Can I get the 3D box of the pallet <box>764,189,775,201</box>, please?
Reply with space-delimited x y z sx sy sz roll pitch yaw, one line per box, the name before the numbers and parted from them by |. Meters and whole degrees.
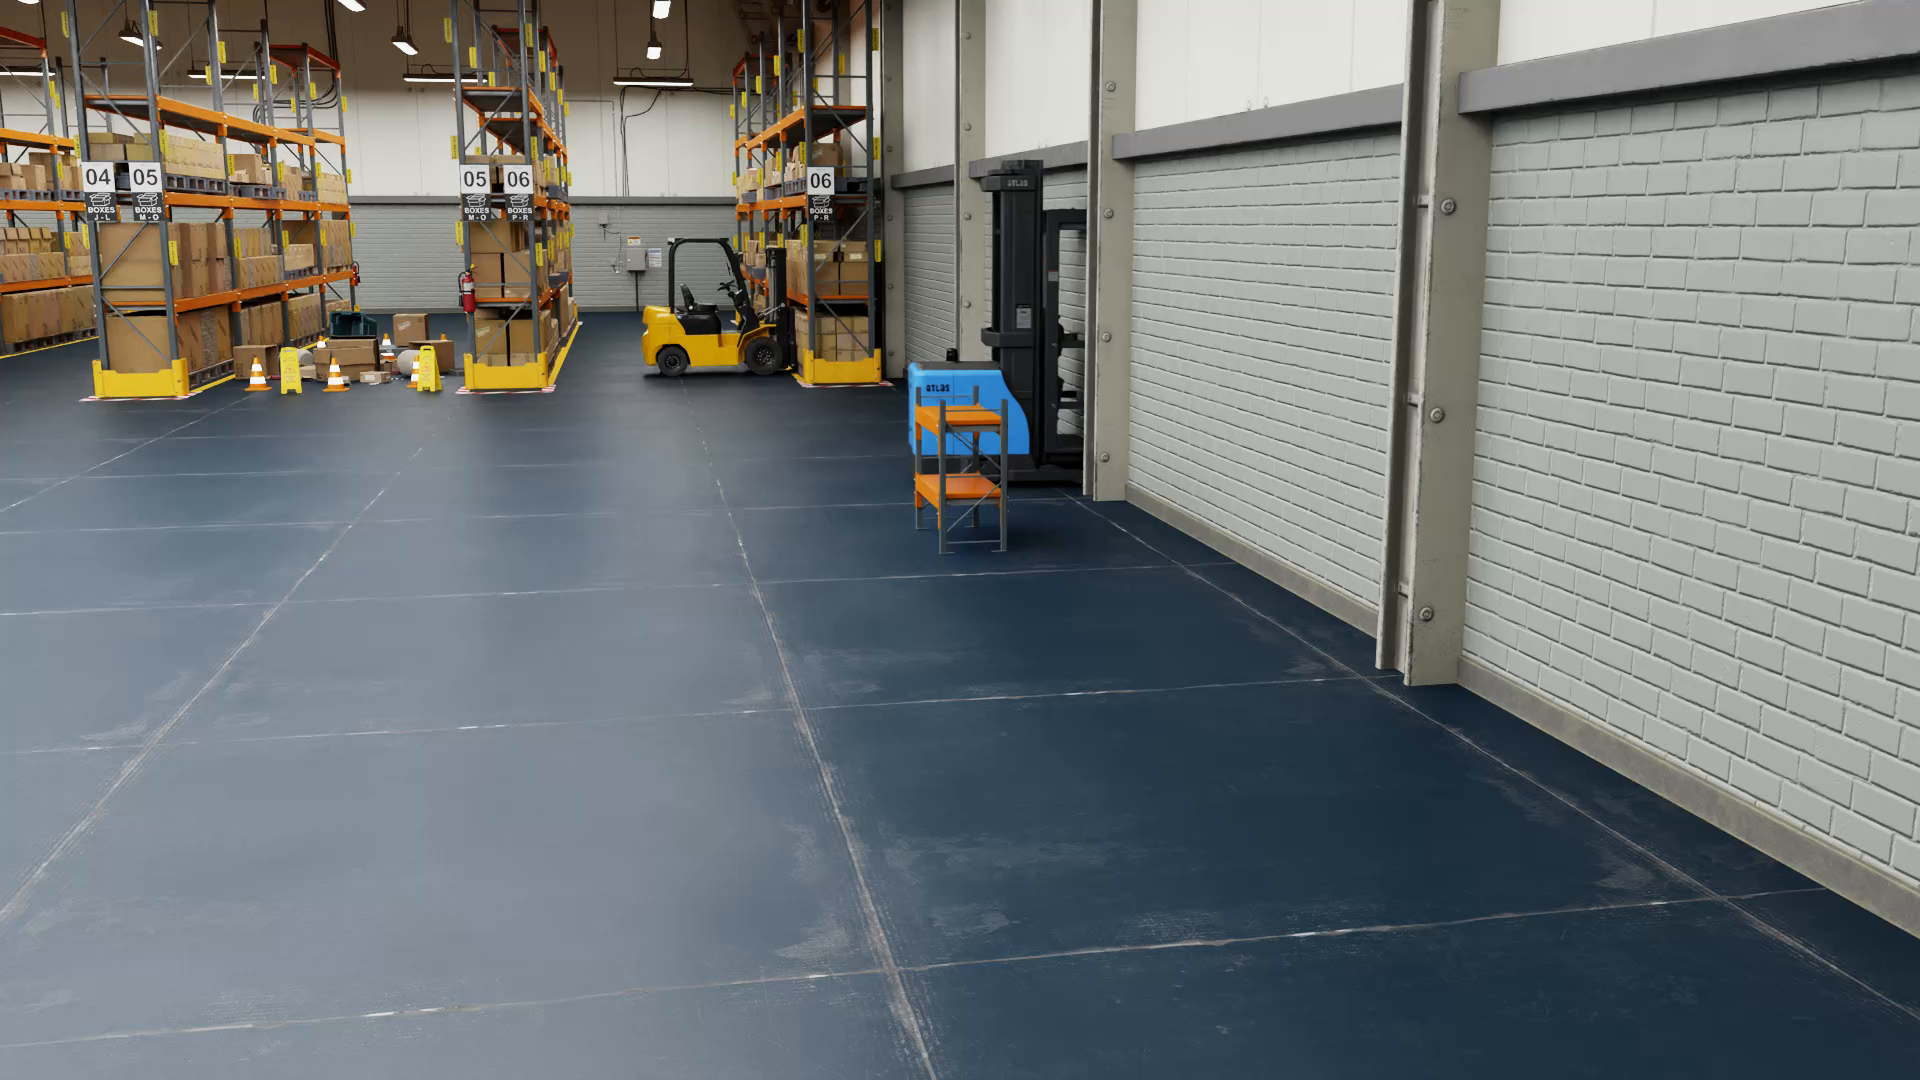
pallet | -3.131 -6.621 31.942 1.213 0.211 1.003 -2 11 -8

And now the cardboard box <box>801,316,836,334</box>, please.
cardboard box | -2.191 -3.314 25.641 0.500 0.250 0.500 -2 11 -9

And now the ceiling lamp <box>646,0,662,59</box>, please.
ceiling lamp | -6.122 -11.676 34.361 0.800 3.185 2.000 -2 11 -11

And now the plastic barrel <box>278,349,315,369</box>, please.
plastic barrel | -10.552 -2.830 26.433 0.512 0.421 0.421 6 12 28

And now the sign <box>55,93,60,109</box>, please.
sign | -20.041 -9.752 36.942 0.100 0.325 0.005 -2 11 -11

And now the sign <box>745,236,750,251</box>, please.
sign | -4.660 -6.499 36.504 0.100 0.325 0.005 -2 11 -11

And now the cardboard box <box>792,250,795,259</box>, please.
cardboard box | -2.548 -4.691 27.321 0.380 0.149 0.250 -2 11 -13

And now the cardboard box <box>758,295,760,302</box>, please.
cardboard box | -4.190 -5.268 36.181 0.380 0.149 0.250 -2 11 -13

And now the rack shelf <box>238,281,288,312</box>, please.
rack shelf | -12.666 -4.261 28.986 1.077 0.370 4.000 -2 11 -11

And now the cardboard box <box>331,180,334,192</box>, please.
cardboard box | -13.987 -7.738 36.371 0.500 0.250 0.500 -3 11 -13

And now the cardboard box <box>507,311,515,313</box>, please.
cardboard box | -7.476 -3.454 27.049 0.500 0.500 0.500 -2 11 -9

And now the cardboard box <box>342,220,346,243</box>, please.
cardboard box | -14.179 -6.967 37.543 0.500 0.500 0.500 -3 11 -13

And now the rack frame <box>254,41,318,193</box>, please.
rack frame | -13.833 -8.662 34.140 1.000 3.000 0.127 -2 11 -11

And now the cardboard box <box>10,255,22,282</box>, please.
cardboard box | -17.870 -5.062 31.003 0.500 0.500 0.500 -2 11 -13

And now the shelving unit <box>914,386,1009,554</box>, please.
shelving unit | -0.001 -0.554 12.598 0.538 1.125 1.048 -2 11 -11

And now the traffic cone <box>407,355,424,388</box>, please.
traffic cone | -8.012 -2.498 24.586 0.336 0.463 0.334 -2 11 -11

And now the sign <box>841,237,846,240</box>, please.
sign | -2.029 -5.112 29.006 0.100 0.325 0.005 -2 11 -11

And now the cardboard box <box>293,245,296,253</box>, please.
cardboard box | -13.212 -5.689 32.523 0.380 0.149 0.250 -2 11 -9

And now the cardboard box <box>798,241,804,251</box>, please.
cardboard box | -2.362 -4.649 26.302 0.380 0.149 0.250 -2 11 -10

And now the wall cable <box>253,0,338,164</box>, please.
wall cable | -17.215 -11.977 42.950 2.277 5.999 0.120 -2 11 -11

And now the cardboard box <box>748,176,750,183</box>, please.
cardboard box | -4.296 -7.635 35.252 0.380 0.149 0.250 -2 11 -12

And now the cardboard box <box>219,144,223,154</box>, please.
cardboard box | -11.893 -6.190 26.320 0.380 0.149 0.250 -2 11 -11

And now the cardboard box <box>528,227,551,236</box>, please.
cardboard box | -7.186 -5.266 28.419 0.380 0.149 0.250 -2 11 -11

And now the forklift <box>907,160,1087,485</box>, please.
forklift | 1.039 -2.020 15.473 3.031 2.935 1.130 -1 11 -5

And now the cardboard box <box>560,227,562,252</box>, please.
cardboard box | -8.361 -6.098 33.773 0.500 0.500 0.500 -2 11 -10

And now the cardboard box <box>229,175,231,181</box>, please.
cardboard box | -12.150 -6.031 27.305 0.258 0.266 0.396 -2 11 -12

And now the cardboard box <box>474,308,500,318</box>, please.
cardboard box | -7.212 -3.458 25.331 0.380 0.149 0.250 -2 11 -9

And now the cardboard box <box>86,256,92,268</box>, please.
cardboard box | -18.751 -5.908 35.318 0.500 0.250 0.500 -2 11 -10

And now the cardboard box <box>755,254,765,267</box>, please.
cardboard box | -3.874 -5.676 33.771 0.500 0.250 0.500 -3 11 -14

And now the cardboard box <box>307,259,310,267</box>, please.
cardboard box | -13.464 -5.639 33.849 0.380 0.149 0.250 -2 11 -11

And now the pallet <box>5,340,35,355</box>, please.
pallet | -18.019 -3.597 31.031 1.003 0.211 1.213 -2 11 -11

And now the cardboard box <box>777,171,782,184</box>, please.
cardboard box | -2.953 -6.437 29.317 0.500 0.311 0.500 -2 11 -13

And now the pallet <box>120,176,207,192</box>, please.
pallet | -11.894 -5.304 24.756 1.003 0.211 1.213 -2 11 -11

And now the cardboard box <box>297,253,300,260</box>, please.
cardboard box | -13.260 -5.592 32.807 0.380 0.149 0.250 -2 11 -9

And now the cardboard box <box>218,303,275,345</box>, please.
cardboard box | -12.852 -3.807 29.572 1.050 0.750 0.750 -2 11 -10

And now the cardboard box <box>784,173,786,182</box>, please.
cardboard box | -2.784 -6.140 28.191 0.380 0.149 0.250 -2 11 -10

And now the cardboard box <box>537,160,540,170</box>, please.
cardboard box | -6.770 -5.857 25.964 0.380 0.149 0.250 -2 11 -10

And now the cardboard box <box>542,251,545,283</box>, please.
cardboard box | -6.794 -4.286 26.130 0.500 0.500 0.500 -2 11 -12

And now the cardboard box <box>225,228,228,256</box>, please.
cardboard box | -12.379 -4.879 27.366 0.700 0.500 0.500 -2 11 -12

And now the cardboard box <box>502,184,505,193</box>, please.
cardboard box | -6.548 -5.180 24.541 0.380 0.149 0.250 -2 11 -13

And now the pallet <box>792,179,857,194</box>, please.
pallet | -2.148 -5.679 26.725 1.003 0.211 1.213 -2 11 -11

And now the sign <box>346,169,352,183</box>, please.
sign | -14.063 -8.374 38.279 0.100 0.325 0.005 -2 11 -11

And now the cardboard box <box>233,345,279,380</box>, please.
cardboard box | -10.969 -2.774 25.925 0.500 0.500 0.500 0 11 -1

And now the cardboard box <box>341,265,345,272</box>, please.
cardboard box | -14.123 -6.137 37.591 0.380 0.149 0.250 -2 11 -9

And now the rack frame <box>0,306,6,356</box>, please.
rack frame | -17.940 -4.820 29.996 1.000 3.000 0.127 -2 11 -11

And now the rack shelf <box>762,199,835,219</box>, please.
rack shelf | -2.962 -6.114 30.701 1.077 0.370 4.000 -2 11 -11

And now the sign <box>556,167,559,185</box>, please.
sign | -7.687 -6.927 31.662 0.100 0.325 0.005 -2 11 -11

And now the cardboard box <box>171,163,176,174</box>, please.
cardboard box | -11.302 -5.241 23.469 0.380 0.149 0.250 -2 11 -10

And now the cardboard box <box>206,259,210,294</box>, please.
cardboard box | -12.075 -4.051 25.556 0.875 0.550 0.550 -2 11 -11

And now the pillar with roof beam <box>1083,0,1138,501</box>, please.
pillar with roof beam | -2.935 -4.644 13.029 9.100 9.000 0.400 -2 11 -11

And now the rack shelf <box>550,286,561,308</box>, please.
rack shelf | -7.830 -4.460 30.029 1.077 0.370 4.000 -2 11 -11
